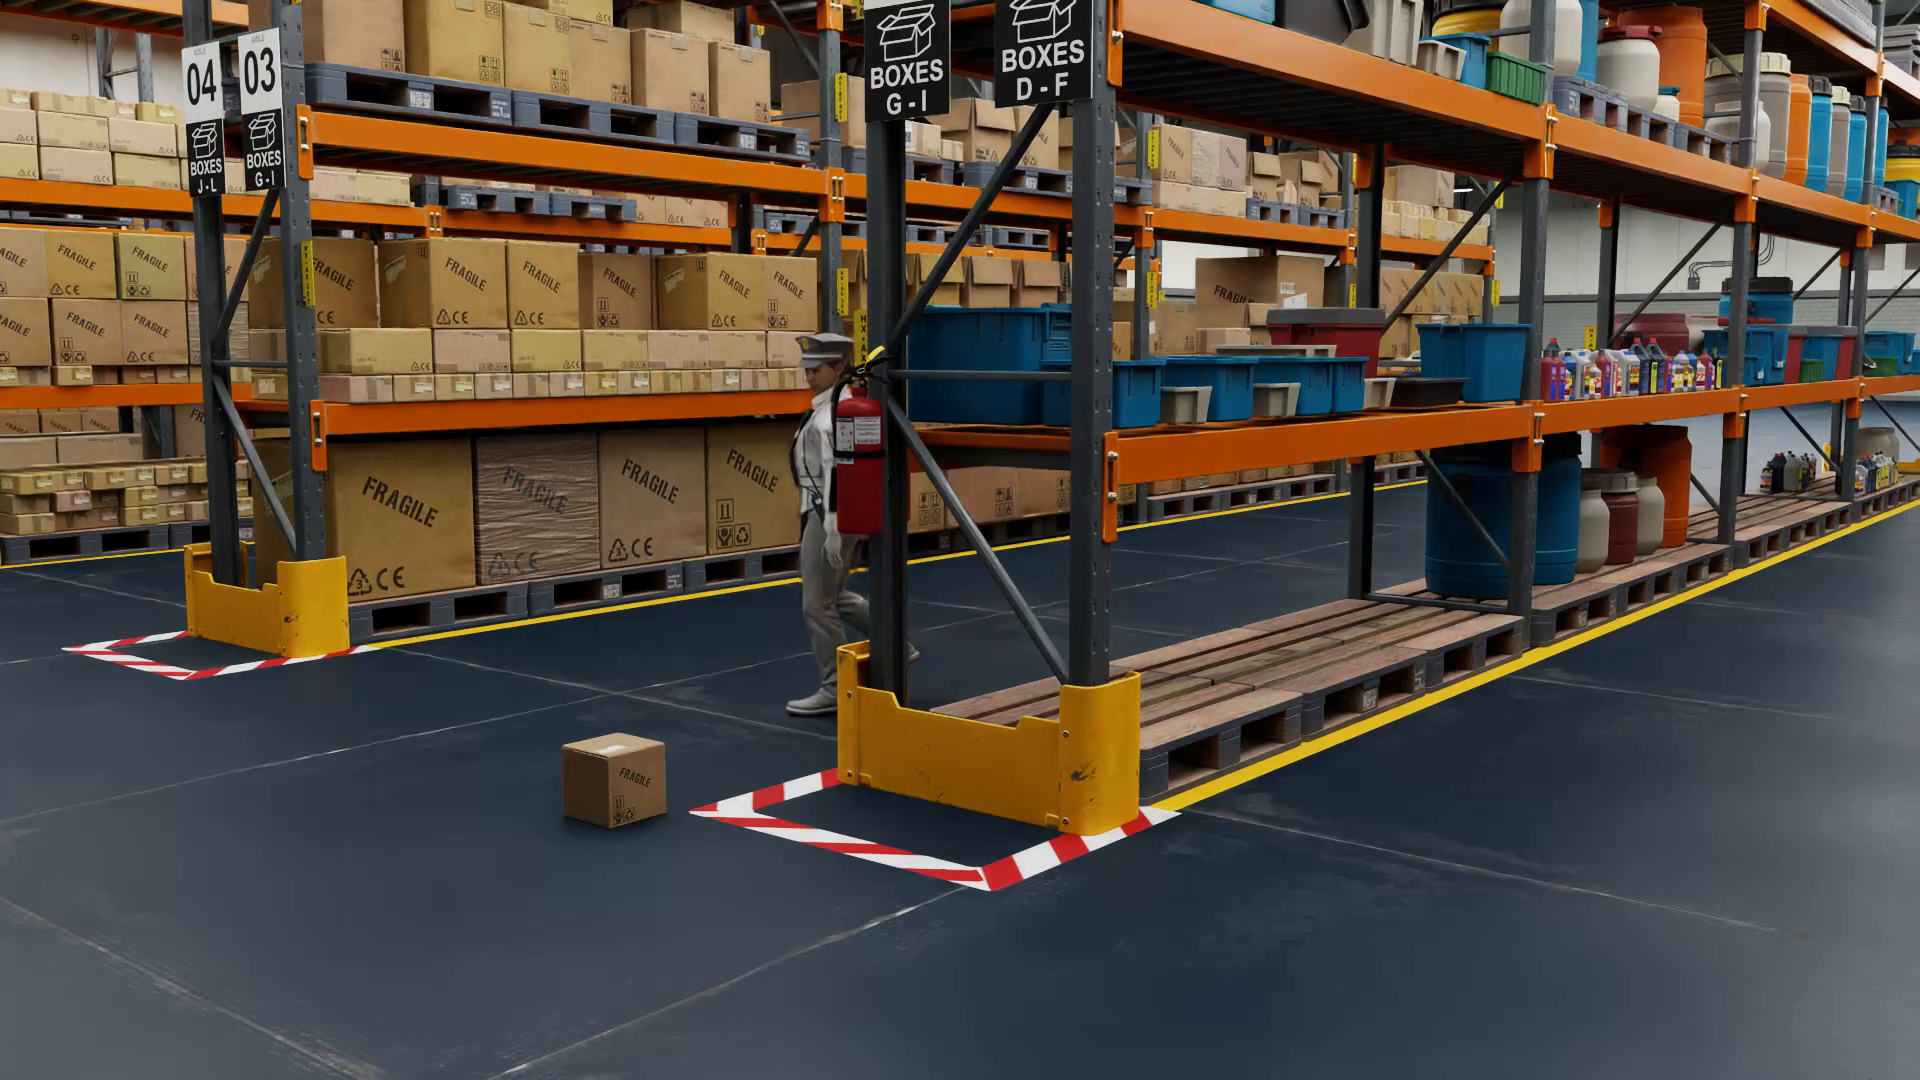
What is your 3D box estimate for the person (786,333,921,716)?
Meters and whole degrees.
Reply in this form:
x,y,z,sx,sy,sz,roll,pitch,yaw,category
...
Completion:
x,y,z,sx,sy,sz,roll,pitch,yaw,category
-0.471,-0.070,7.279,0.584,1.660,0.631,0,7,2,person
